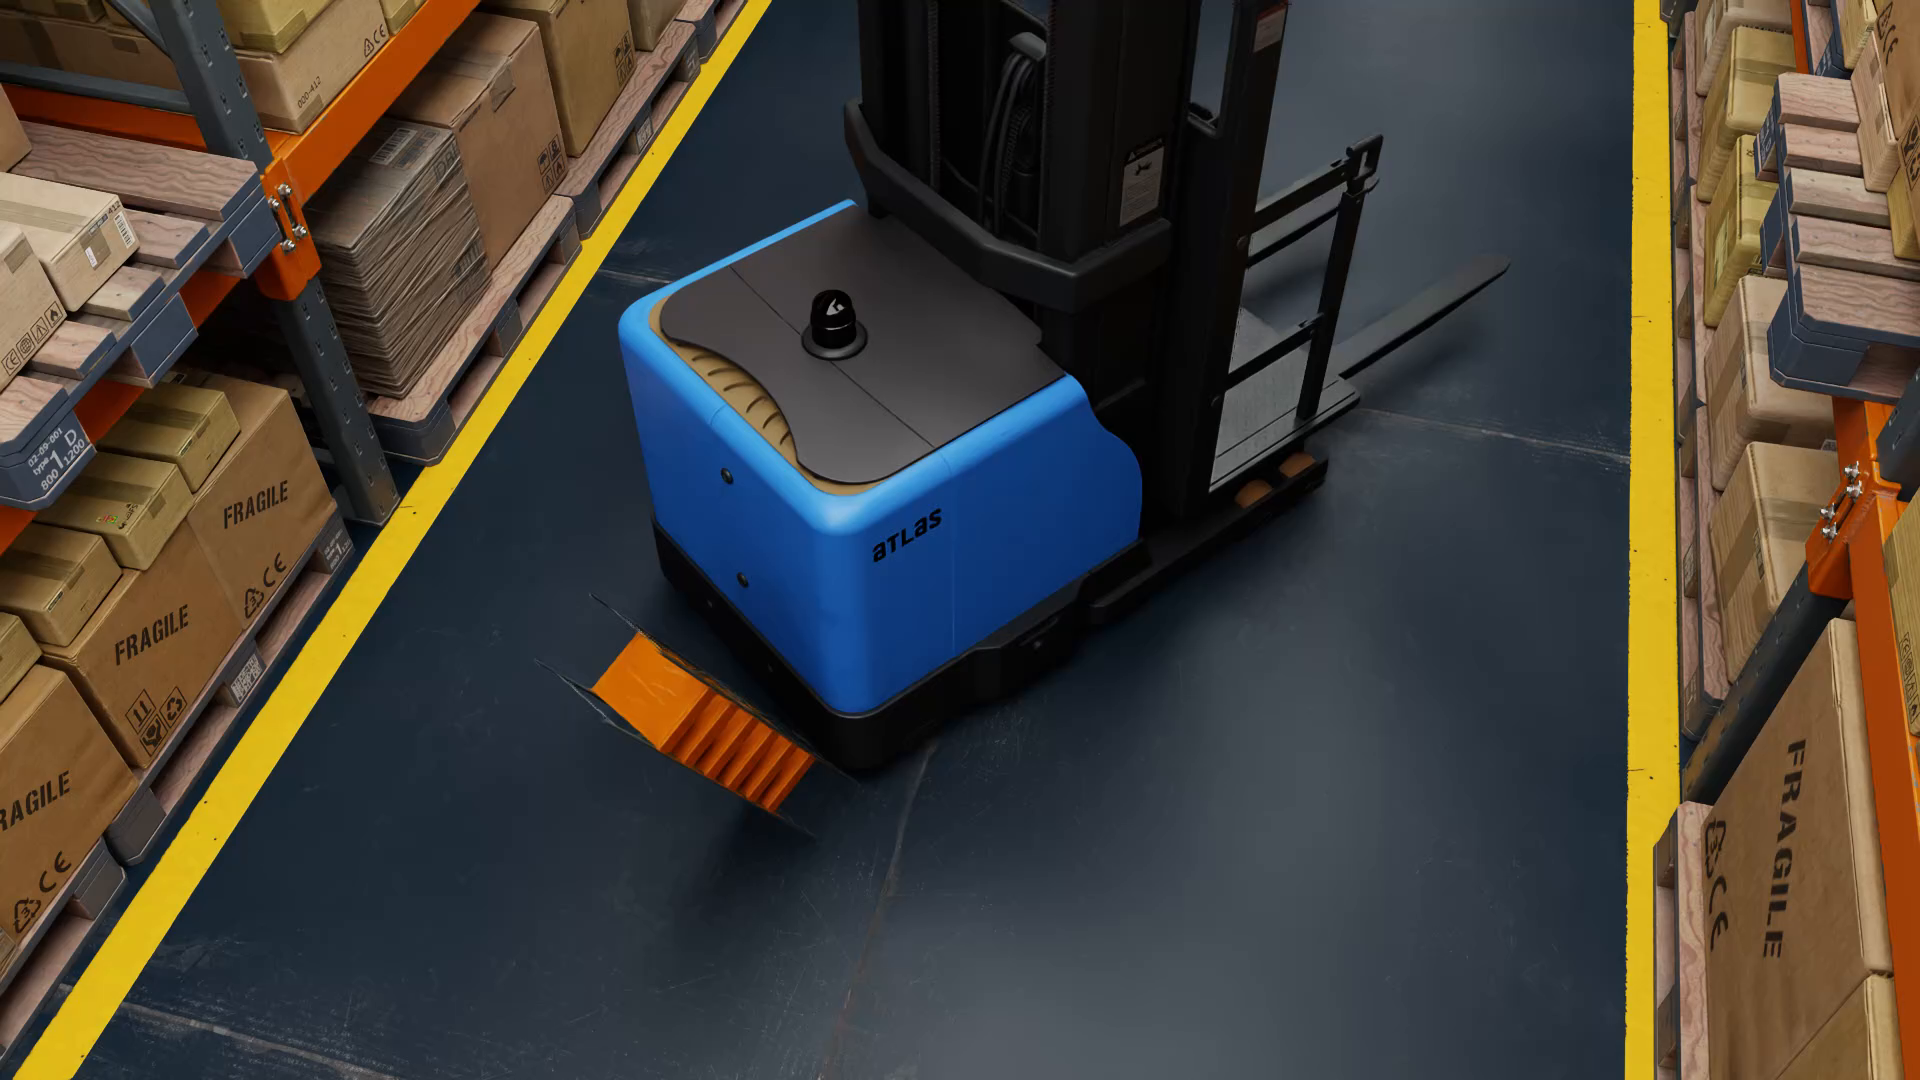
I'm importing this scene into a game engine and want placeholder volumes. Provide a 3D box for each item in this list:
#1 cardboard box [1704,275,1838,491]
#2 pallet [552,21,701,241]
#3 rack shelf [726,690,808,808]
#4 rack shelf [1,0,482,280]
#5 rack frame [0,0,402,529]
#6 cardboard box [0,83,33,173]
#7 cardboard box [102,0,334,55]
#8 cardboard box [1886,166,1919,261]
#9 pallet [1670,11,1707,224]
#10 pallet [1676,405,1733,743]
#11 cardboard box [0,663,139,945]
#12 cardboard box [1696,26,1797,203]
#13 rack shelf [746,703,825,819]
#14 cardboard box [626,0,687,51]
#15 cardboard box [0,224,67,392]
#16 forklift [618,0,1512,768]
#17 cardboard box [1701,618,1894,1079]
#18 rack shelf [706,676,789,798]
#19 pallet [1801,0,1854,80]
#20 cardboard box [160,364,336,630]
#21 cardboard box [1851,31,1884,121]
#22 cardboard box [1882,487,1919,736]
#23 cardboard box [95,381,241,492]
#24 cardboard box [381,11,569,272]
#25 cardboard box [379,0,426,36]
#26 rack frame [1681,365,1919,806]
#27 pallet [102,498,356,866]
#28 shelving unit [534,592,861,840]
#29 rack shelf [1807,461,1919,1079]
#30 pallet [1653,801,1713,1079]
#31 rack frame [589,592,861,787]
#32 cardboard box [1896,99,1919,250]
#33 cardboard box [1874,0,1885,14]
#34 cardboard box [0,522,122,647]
[{"bbox_3d":[2.837,-0.407,5.081,0.950,0.372,0.625,11,49,9],"label":"cardboard box"},{"bbox_3d":[-1.720,-1.717,6.625,1.003,0.211,1.213,12,50,10],"label":"pallet"},{"bbox_3d":[-0.545,0.524,4.206,0.258,0.103,0.180,35,83,27],"label":"rack shelf"},{"bbox_3d":[-1.771,-2.381,5.831,1.077,0.370,4.000,12,50,10],"label":"rack shelf"},{"bbox_3d":[-2.298,-1.173,4.284,1.000,3.000,0.127,12,50,10],"label":"rack frame"},{"bbox_3d":[-2.584,-1.003,3.788,0.500,0.500,0.500,14,50,12],"label":"cardboard box"},{"bbox_3d":[-1.921,-1.556,4.389,0.500,0.250,0.500,12,50,10],"label":"cardboard box"},{"bbox_3d":[2.352,-0.743,3.793,0.380,0.149,0.250,12,50,11],"label":"cardboard box"},{"bbox_3d":[3.341,-1.603,6.524,1.003,0.211,1.213,12,50,10],"label":"pallet"},{"bbox_3d":[2.699,0.162,4.966,1.003,0.211,1.213,12,50,10],"label":"pallet"},{"bbox_3d":[-2.479,0.603,4.104,0.500,0.500,0.500,14,50,12],"label":"cardboard box"},{"bbox_3d":[3.223,-1.458,6.009,0.950,0.372,0.625,14,50,12],"label":"cardboard box"},{"bbox_3d":[-0.509,0.568,4.312,0.258,0.103,0.180,35,83,27],"label":"rack shelf"},{"bbox_3d":[-1.583,-2.480,6.742,0.875,0.625,0.625,11,50,10],"label":"cardboard box"},{"bbox_3d":[-2.263,-0.435,3.453,0.500,0.250,0.500,9,49,8],"label":"cardboard box"},{"bbox_3d":[0.547,-1.279,4.424,3.031,2.935,1.130,-31,56,-25],"label":"forklift"},{"bbox_3d":[2.230,0.851,3.635,0.875,0.875,0.875,11,50,10],"label":"cardboard box"},{"bbox_3d":[-0.580,0.481,4.100,0.258,0.103,0.180,35,83,27],"label":"rack shelf"},{"bbox_3d":[2.973,-1.572,4.765,1.003,0.211,1.213,12,50,10],"label":"pallet"},{"bbox_3d":[-2.202,-0.136,4.757,0.500,0.500,0.500,13,50,11],"label":"cardboard box"},{"bbox_3d":[2.449,-1.115,4.121,0.380,0.149,0.250,9,49,8],"label":"cardboard box"},{"bbox_3d":[2.120,0.158,3.210,0.500,0.250,0.500,11,49,9],"label":"cardboard box"},{"bbox_3d":[-2.183,-0.292,4.461,0.380,0.149,0.250,9,49,8],"label":"cardboard box"},{"bbox_3d":[-1.956,-1.448,5.832,0.875,0.625,0.625,13,50,11],"label":"cardboard box"},{"bbox_3d":[-1.808,-1.759,4.901,0.500,0.250,0.500,11,49,9],"label":"cardboard box"},{"bbox_3d":[2.492,-0.196,3.422,1.000,3.000,0.127,12,50,10],"label":"rack frame"},{"bbox_3d":[-2.531,0.283,4.860,1.003,0.211,1.213,12,50,10],"label":"pallet"},{"bbox_3d":[-0.593,0.465,4.060,0.258,1.200,0.189,35,83,27],"label":"shelving unit"},{"bbox_3d":[1.966,1.489,2.415,1.077,0.370,4.000,12,50,10],"label":"rack shelf"},{"bbox_3d":[2.212,1.282,3.978,1.003,0.211,1.213,12,50,10],"label":"pallet"},{"bbox_3d":[-0.537,0.394,4.071,0.240,1.200,0.006,35,83,27],"label":"rack frame"},{"bbox_3d":[2.343,-0.850,3.454,0.500,0.500,0.500,10,49,9],"label":"cardboard box"},{"bbox_3d":[2.601,-1.591,4.109,0.500,0.500,0.500,9,49,7],"label":"cardboard box"},{"bbox_3d":[-2.337,0.093,4.121,0.380,0.149,0.250,10,49,9],"label":"cardboard box"}]
